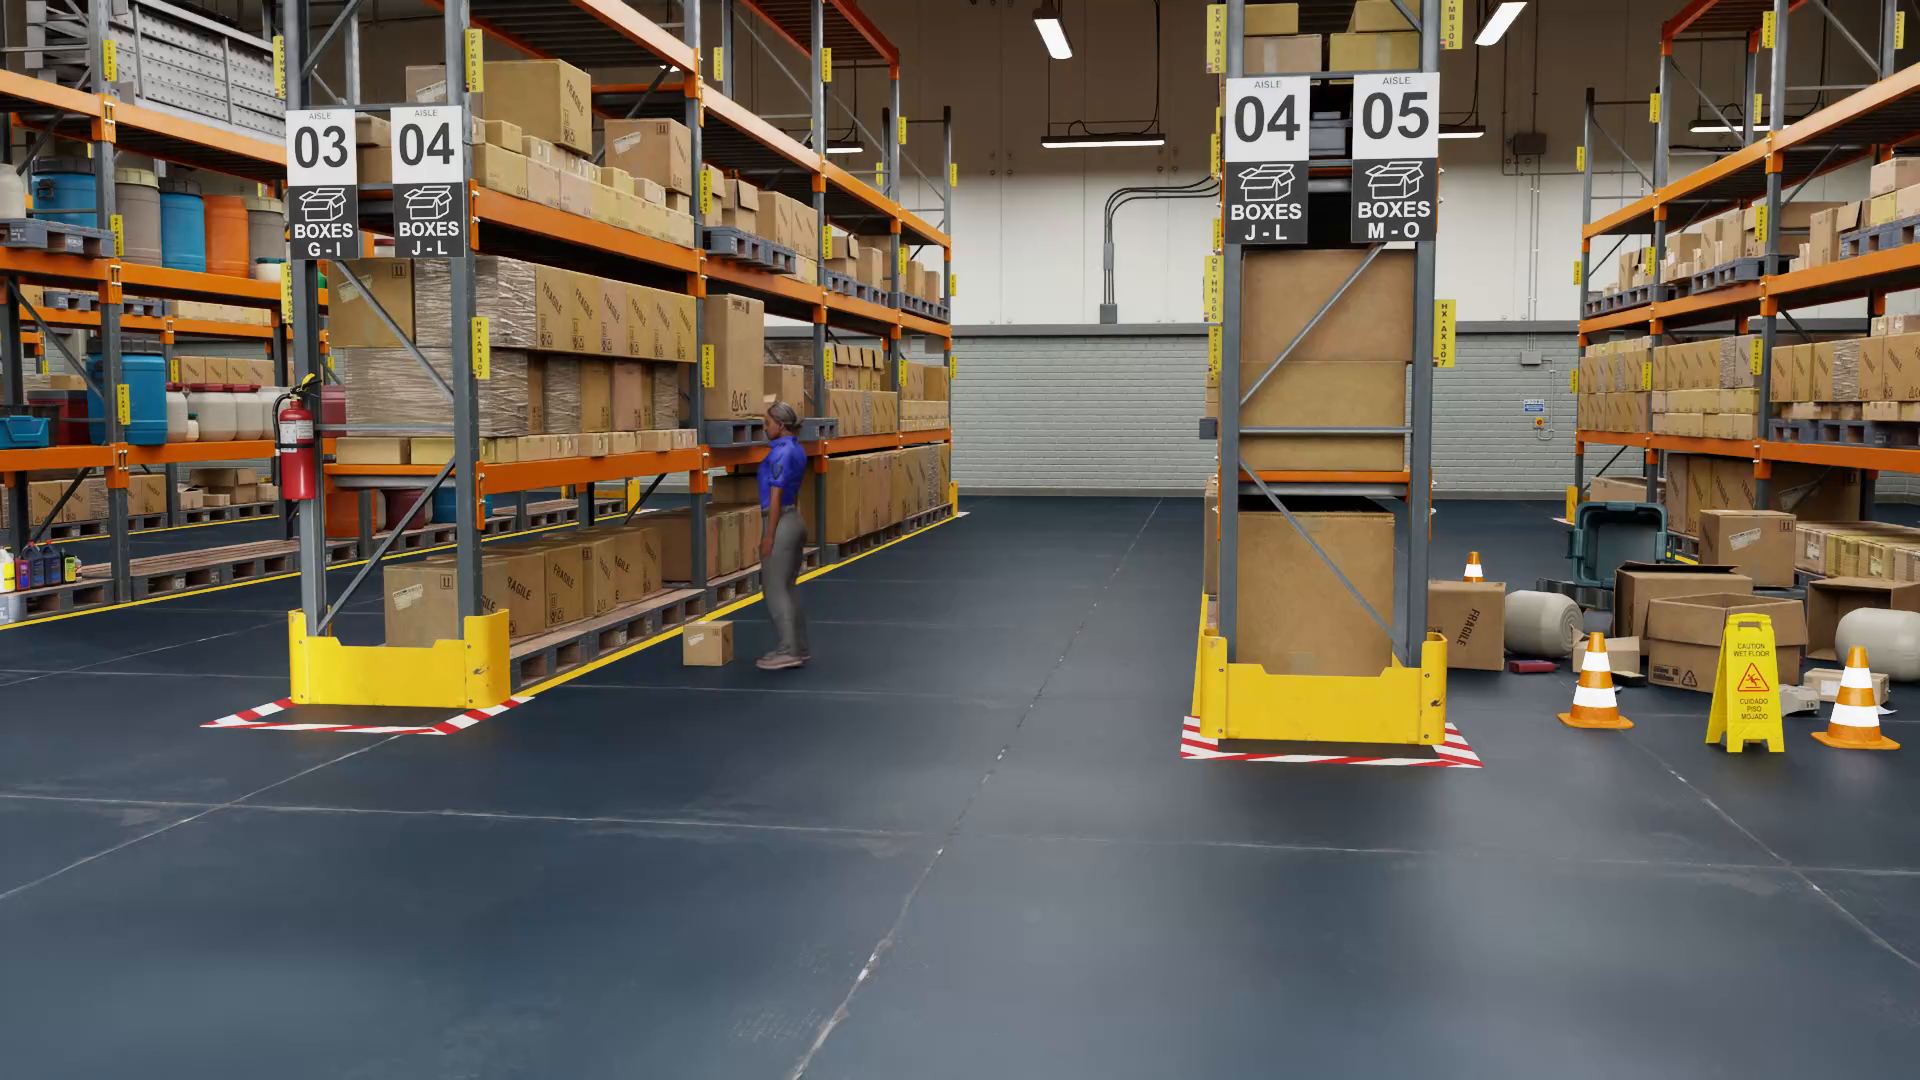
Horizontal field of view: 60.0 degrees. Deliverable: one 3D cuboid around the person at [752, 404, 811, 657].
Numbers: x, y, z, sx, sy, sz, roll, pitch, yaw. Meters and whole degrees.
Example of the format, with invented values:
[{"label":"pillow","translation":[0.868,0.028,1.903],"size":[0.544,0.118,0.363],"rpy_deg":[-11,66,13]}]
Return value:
[{"label":"person","translation":[-1.113,-0.066,10.400],"size":[0.300,1.568,0.441],"rpy_deg":[1,5,10]}]
